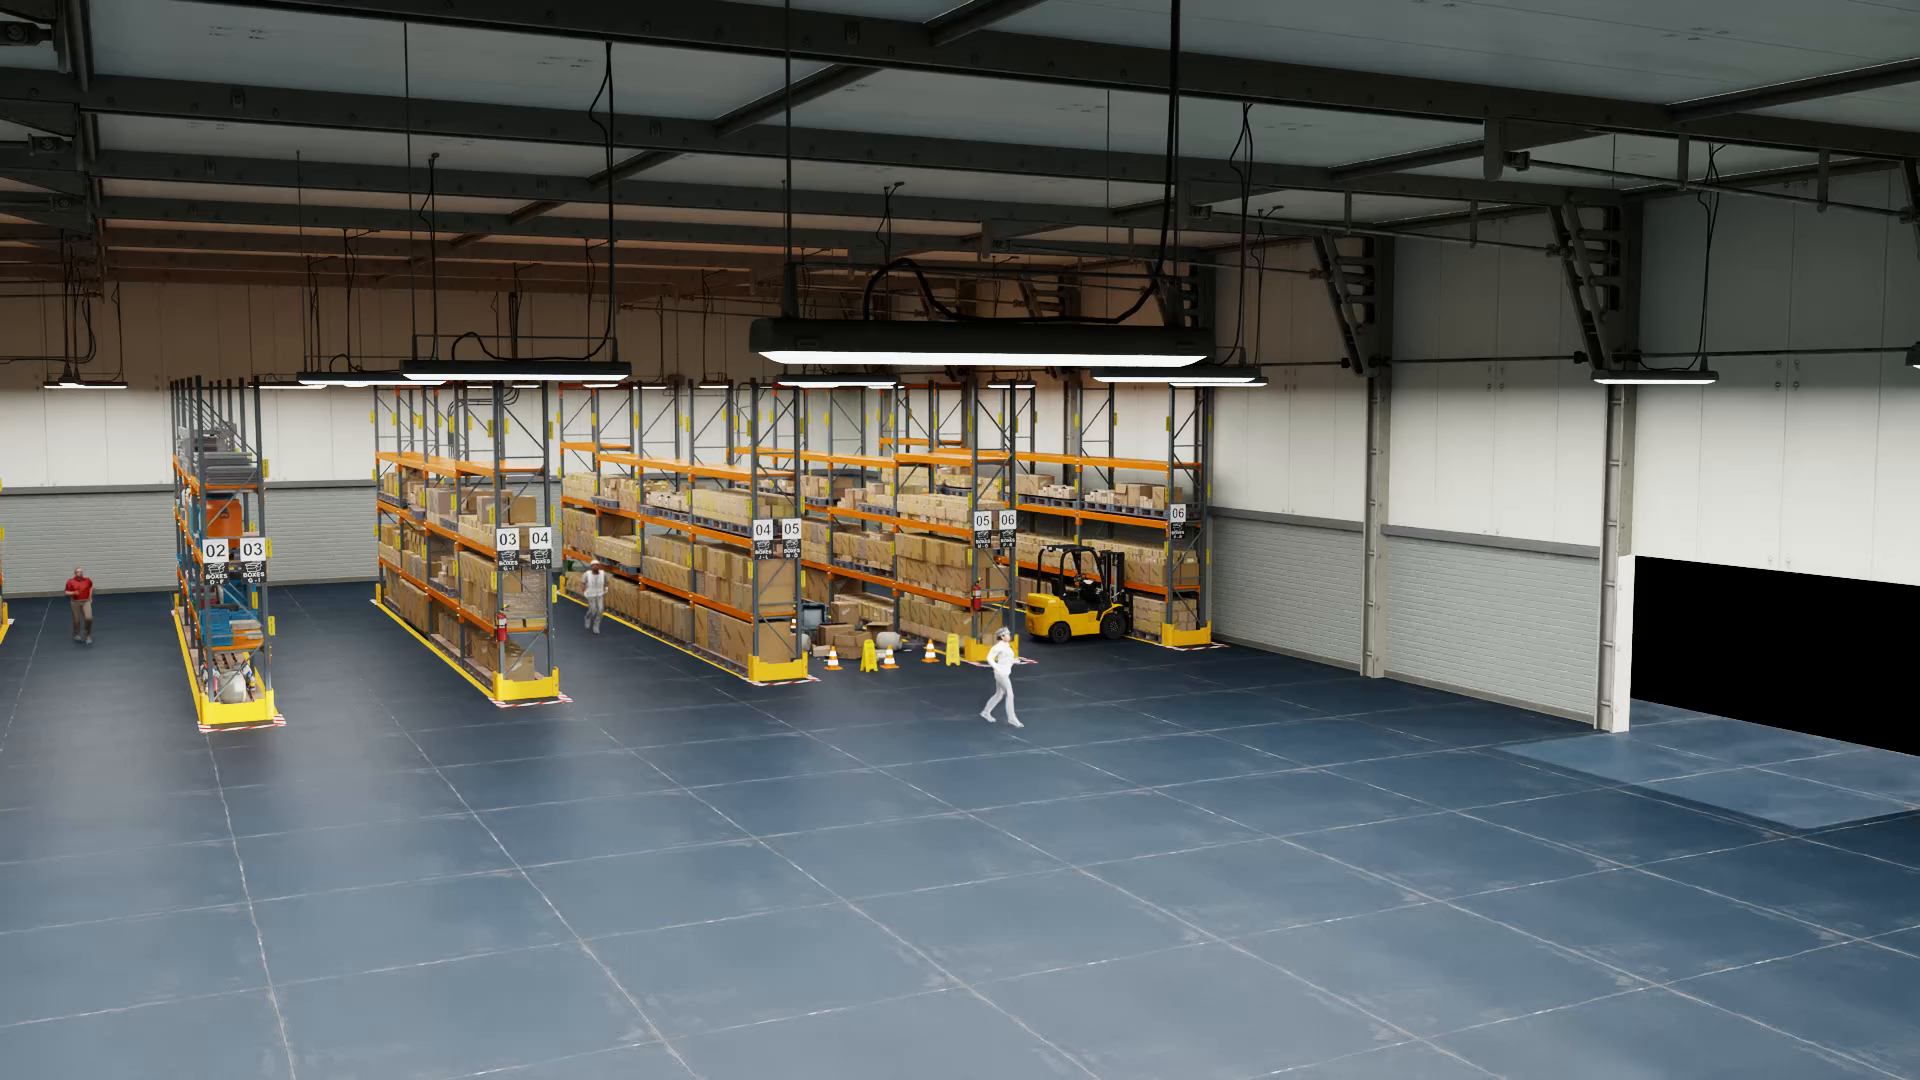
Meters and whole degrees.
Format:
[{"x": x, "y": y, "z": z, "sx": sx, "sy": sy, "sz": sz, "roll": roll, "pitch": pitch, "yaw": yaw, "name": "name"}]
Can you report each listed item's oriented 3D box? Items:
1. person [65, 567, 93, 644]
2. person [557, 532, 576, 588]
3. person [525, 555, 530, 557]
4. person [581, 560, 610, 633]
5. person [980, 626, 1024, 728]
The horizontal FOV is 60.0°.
[{"x": -20.071, "y": 1.506, "z": 37.959, "sx": 0.611, "sy": 1.777, "sz": 0.801, "roll": -4, "pitch": 6, "yaw": -37, "name": "person"}, {"x": -11.553, "y": 0.539, "z": 48.723, "sx": 0.606, "sy": 1.728, "sz": 0.938, "roll": -1, "pitch": 5, "yaw": -8, "name": "person"}, {"x": -12.296, "y": 0.803, "z": 46.384, "sx": 0.611, "sy": 1.577, "sz": 0.867, "roll": 0, "pitch": 5, "yaw": -1, "name": "person"}, {"x": -8.666, "y": 1.338, "z": 39.604, "sx": 0.672, "sy": 1.749, "sz": 0.641, "roll": -2, "pitch": 6, "yaw": -25, "name": "person"}, {"x": 0.730, "y": 2.332, "z": 28.516, "sx": 0.782, "sy": 1.724, "sz": 0.606, "roll": 1, "pitch": 5, "yaw": 13, "name": "person"}]
